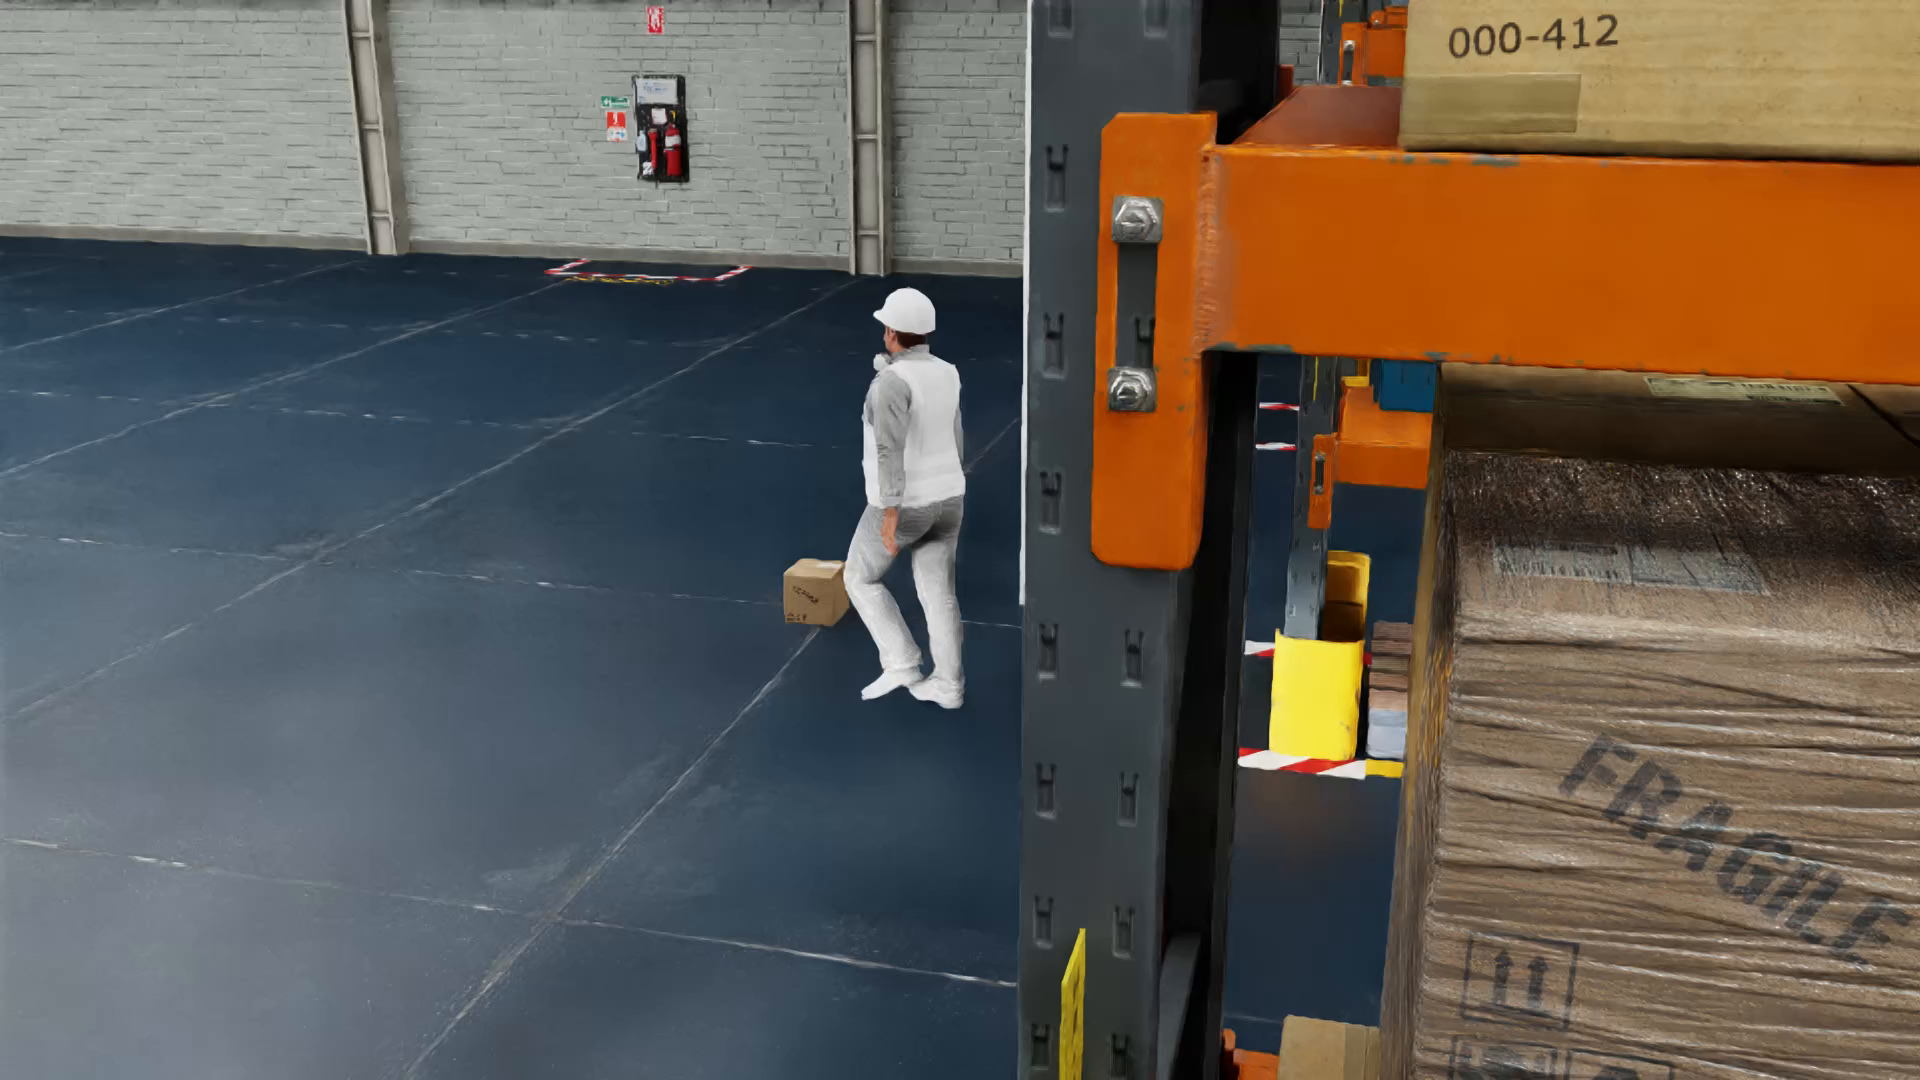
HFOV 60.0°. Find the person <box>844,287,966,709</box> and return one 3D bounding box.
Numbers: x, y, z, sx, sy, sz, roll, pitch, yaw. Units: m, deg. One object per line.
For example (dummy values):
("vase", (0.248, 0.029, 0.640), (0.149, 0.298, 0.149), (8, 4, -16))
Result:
("person", (-0.178, -0.168, 6.969), (0.533, 1.759, 0.565), (17, 25, 42))
